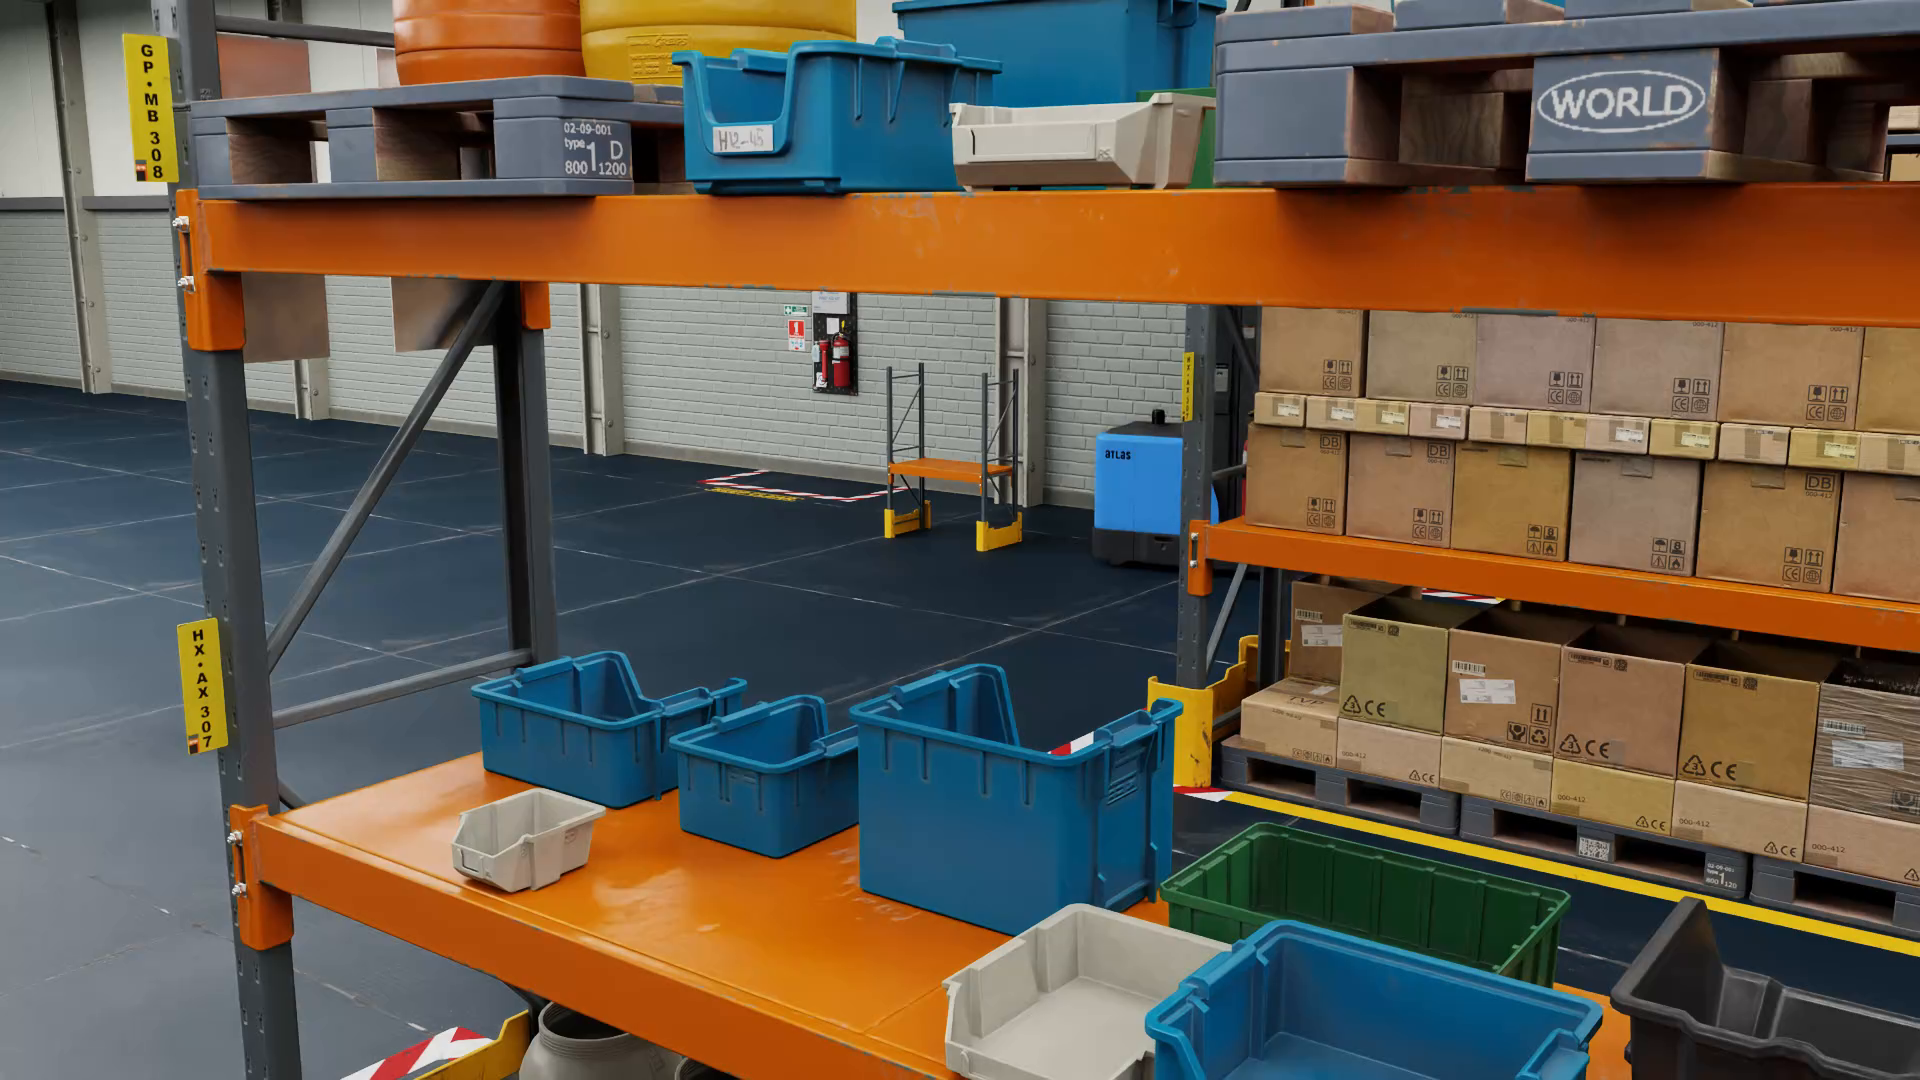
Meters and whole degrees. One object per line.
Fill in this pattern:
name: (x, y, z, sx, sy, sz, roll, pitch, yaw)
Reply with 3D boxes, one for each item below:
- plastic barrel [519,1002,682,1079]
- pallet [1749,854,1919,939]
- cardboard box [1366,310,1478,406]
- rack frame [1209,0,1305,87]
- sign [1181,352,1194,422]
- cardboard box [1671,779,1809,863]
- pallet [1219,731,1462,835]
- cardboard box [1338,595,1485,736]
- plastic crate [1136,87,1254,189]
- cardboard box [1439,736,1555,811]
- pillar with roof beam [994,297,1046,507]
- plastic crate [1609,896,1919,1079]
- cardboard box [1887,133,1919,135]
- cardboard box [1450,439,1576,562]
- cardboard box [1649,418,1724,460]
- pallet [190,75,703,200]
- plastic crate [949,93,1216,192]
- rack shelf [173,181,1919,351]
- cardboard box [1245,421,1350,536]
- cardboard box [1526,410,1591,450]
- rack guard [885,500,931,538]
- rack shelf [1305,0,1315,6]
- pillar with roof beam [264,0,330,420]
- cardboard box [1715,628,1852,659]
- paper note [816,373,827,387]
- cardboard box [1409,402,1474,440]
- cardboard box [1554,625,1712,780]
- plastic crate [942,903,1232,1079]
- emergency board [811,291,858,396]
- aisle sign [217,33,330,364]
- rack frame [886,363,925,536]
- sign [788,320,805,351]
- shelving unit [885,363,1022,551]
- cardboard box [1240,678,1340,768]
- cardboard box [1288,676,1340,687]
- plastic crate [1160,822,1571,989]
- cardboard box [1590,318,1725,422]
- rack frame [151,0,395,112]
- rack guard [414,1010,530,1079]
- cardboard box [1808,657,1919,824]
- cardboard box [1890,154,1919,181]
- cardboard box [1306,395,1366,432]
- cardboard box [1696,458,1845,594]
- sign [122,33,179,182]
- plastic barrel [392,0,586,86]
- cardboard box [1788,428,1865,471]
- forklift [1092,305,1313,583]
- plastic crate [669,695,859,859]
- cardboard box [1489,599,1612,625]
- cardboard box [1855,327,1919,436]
plastic barrel: (-0.943, 1.487, 4.392, 0.421, 0.512, 0.421, 0, 11, 0)
pallet: (4.024, 1.374, 6.870, 1.213, 0.211, 1.003, 8, 13, 36)
cardboard box: (2.255, -0.916, 7.689, 0.500, 0.500, 0.700, 8, 13, 34)
rack frame: (1.416, -3.294, 7.865, 0.127, 3.000, 1.000, 8, 13, 36)
sign: (1.083, -0.728, 7.909, 0.005, 0.325, 0.100, 8, 13, 36)
cardboard box: (3.329, 1.114, 7.005, 0.500, 0.250, 0.500, 8, 13, 36)
pallet: (2.058, 1.100, 8.288, 1.213, 0.211, 1.003, 8, 13, 36)
cardboard box: (2.121, 0.577, 7.808, 0.500, 0.500, 0.500, 8, 13, 36)
plastic crate: (0.595, -0.729, 3.060, 0.450, 0.188, 0.336, 8, 13, 36)
cardboard box: (2.525, 1.001, 7.590, 0.500, 0.250, 0.500, 8, 13, 36)
pillar with roof beam: (-1.962, -4.122, 12.145, 0.400, 9.000, 9.100, 8, 13, 36)
plastic crate: (1.359, 0.811, 2.603, 0.504, 0.338, 0.767, 8, 13, 36)
cardboard box: (3.955, -1.761, 6.596, 0.500, 0.311, 0.500, 7, 13, 32)
cardboard box: (2.608, -0.228, 7.549, 0.500, 0.500, 0.700, 8, 14, 36)
cardboard box: (3.056, -0.437, 6.919, 0.250, 0.149, 0.380, 8, 14, 37)
pallet: (-0.910, -0.863, 3.692, 1.213, 0.211, 1.003, 8, 13, 36)
plastic crate: (0.173, -0.603, 2.546, 0.396, 0.136, 0.243, 8, 13, 36)
rack shelf: (0.094, -0.485, 3.138, 4.000, 0.370, 1.077, 8, 13, 36)
cardboard box: (1.785, -0.343, 8.144, 0.500, 0.500, 0.700, 8, 14, 36)
cardboard box: (2.645, -0.495, 7.218, 0.250, 0.149, 0.380, 8, 13, 35)
rack guard: (-0.463, -0.187, 14.840, 0.087, 0.250, 0.587, 8, 13, 36)
rack shelf: (3.029, -2.520, 6.809, 4.000, 0.370, 1.077, 8, 13, 36)
pillar with roof beam: (-11.634, -5.471, 19.119, 0.400, 9.000, 9.100, 8, 13, 36)
cardboard box: (3.646, 0.664, 7.359, 0.500, 0.500, 0.500, 8, 13, 36)
paper note: (-1.485, -1.717, 17.829, 0.142, 0.148, 0.016, 8, 13, 36)
cardboard box: (2.222, -0.553, 7.519, 0.250, 0.149, 0.380, 8, 13, 35)
cardboard box: (2.925, 0.690, 7.223, 0.500, 0.500, 0.500, 8, 13, 36)
plastic crate: (0.247, 0.845, 2.961, 0.437, 0.136, 0.530, 8, 13, 36)
emergency board: (-1.383, -2.119, 17.588, 0.643, 1.169, 0.194, 8, 13, 36)
aisle sign: (-1.750, -0.830, 4.080, 0.004, 0.787, 0.394, 8, 13, 36)
rack frame: (-0.478, -0.803, 14.732, 0.032, 1.500, 0.500, 8, 13, 36)
sign: (-1.768, -2.215, 17.987, 0.234, 0.329, 0.001, 8, 13, 36)
shelving unit: (-0.061, -0.745, 14.432, 1.083, 1.500, 0.587, 8, 13, 36)
cardboard box: (1.717, 0.889, 8.168, 0.500, 0.250, 0.500, 8, 13, 36)
cardboard box: (2.024, 0.810, 8.578, 0.500, 0.250, 0.500, 8, 13, 36)
plastic crate: (0.779, 0.767, 3.225, 0.662, 0.188, 0.450, 8, 13, 36)
cardboard box: (3.066, -0.803, 7.105, 0.500, 0.500, 0.700, 8, 14, 36)
rack frame: (-1.518, -2.536, 3.947, 0.127, 3.000, 1.000, 8, 13, 36)
rack guard: (-1.429, 1.638, 4.748, 0.348, 0.500, 1.175, 8, 13, 36)
cardboard box: (3.741, 0.800, 6.657, 0.500, 0.500, 0.500, 8, 13, 36)
cardboard box: (6.147, -2.324, 10.430, 0.500, 0.500, 0.500, 7, 13, 33)
cardboard box: (1.820, -0.610, 7.814, 0.250, 0.149, 0.380, 8, 13, 34)
cardboard box: (3.448, -0.112, 6.950, 0.500, 0.500, 0.700, 8, 14, 36)
sign: (-1.848, -0.984, 3.799, 0.005, 0.325, 0.100, 8, 13, 36)
plastic barrel: (-1.052, -1.445, 3.970, 0.708, 0.830, 0.600, 8, 13, 36)
cardboard box: (3.475, -0.379, 6.620, 0.250, 0.149, 0.380, 8, 13, 35)
forklift: (2.635, -1.203, 13.029, 3.031, 2.935, 1.130, 5, 12, 23)
plastic crate: (-0.418, 0.567, 4.095, 0.408, 0.251, 0.499, 8, 13, 36)
cardboard box: (2.840, 0.552, 7.939, 0.500, 0.500, 0.500, 8, 13, 36)
cardboard box: (3.871, -0.691, 6.523, 0.500, 0.500, 0.700, 8, 13, 35)
